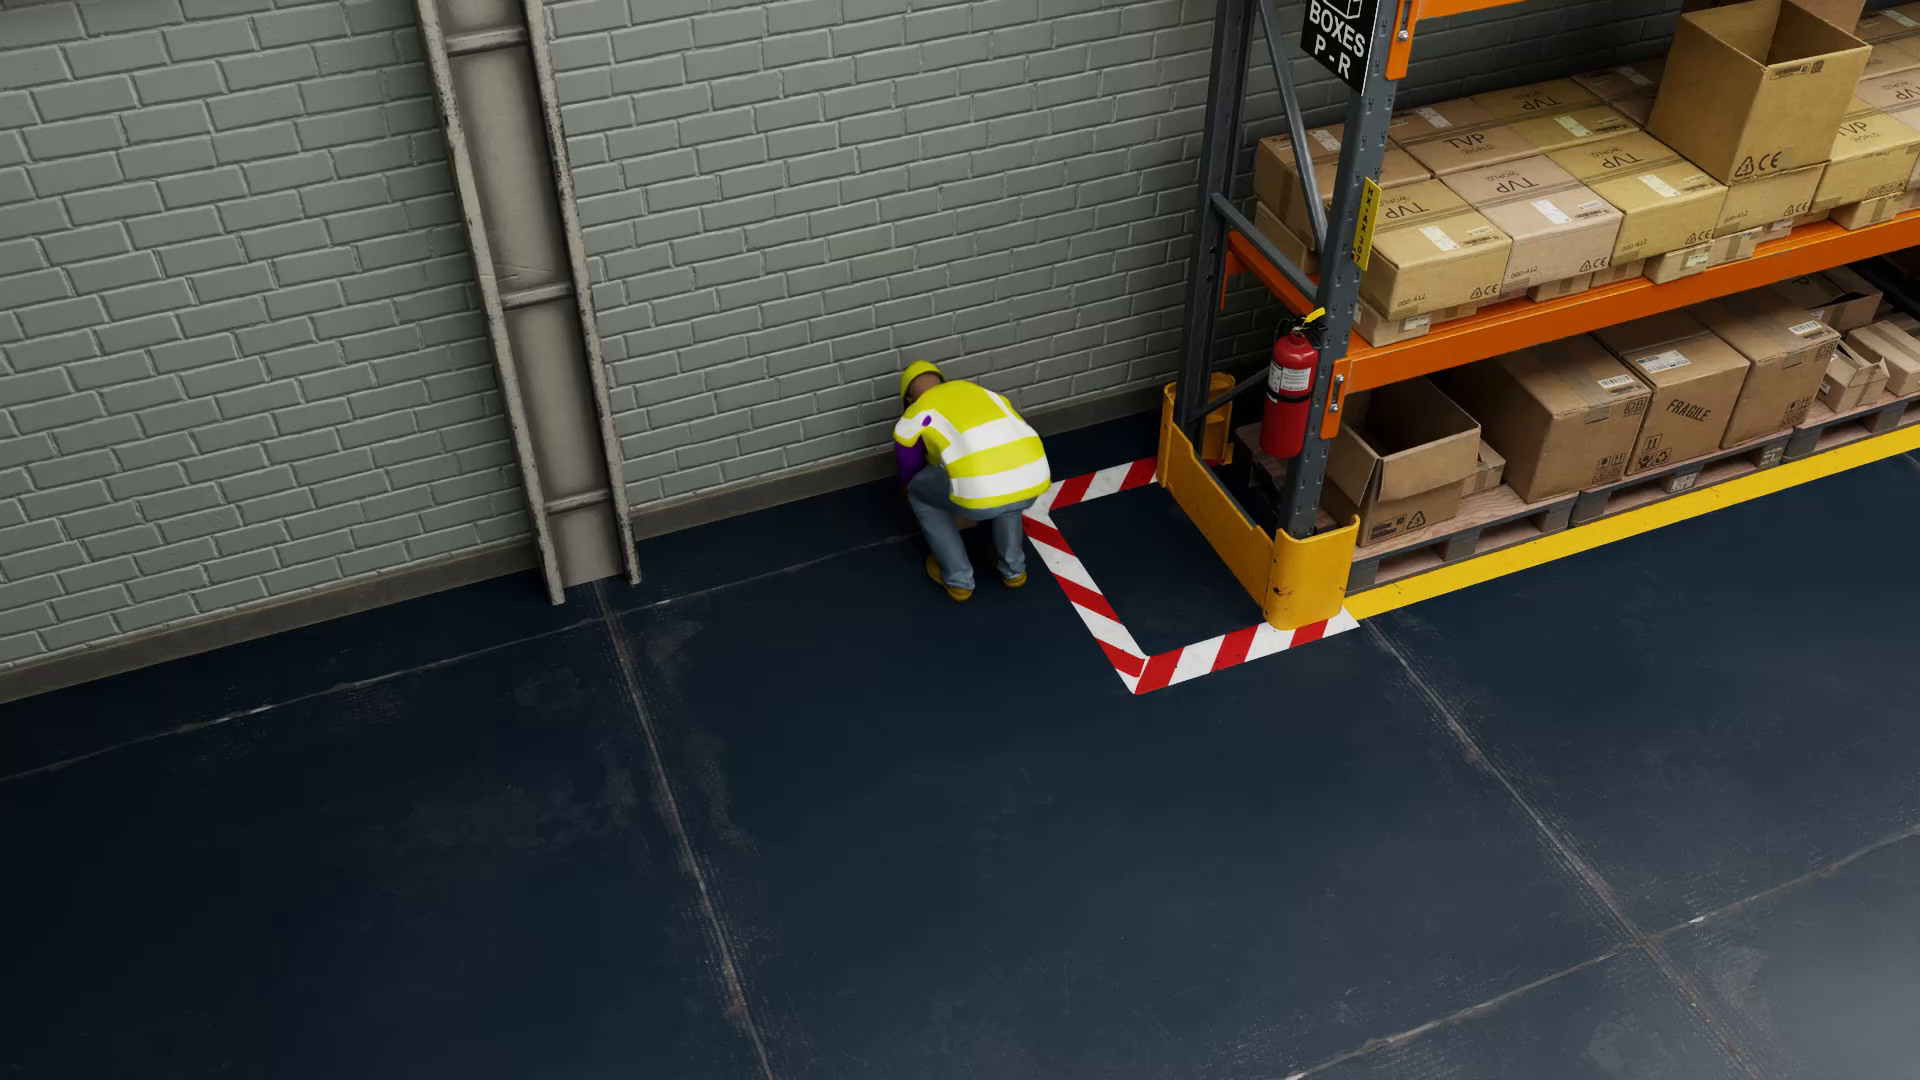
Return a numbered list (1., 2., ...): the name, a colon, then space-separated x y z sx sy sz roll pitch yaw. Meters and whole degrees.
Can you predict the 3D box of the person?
1. person: 0.083 -0.484 6.690 0.592 1.764 0.430 -16 44 -18
